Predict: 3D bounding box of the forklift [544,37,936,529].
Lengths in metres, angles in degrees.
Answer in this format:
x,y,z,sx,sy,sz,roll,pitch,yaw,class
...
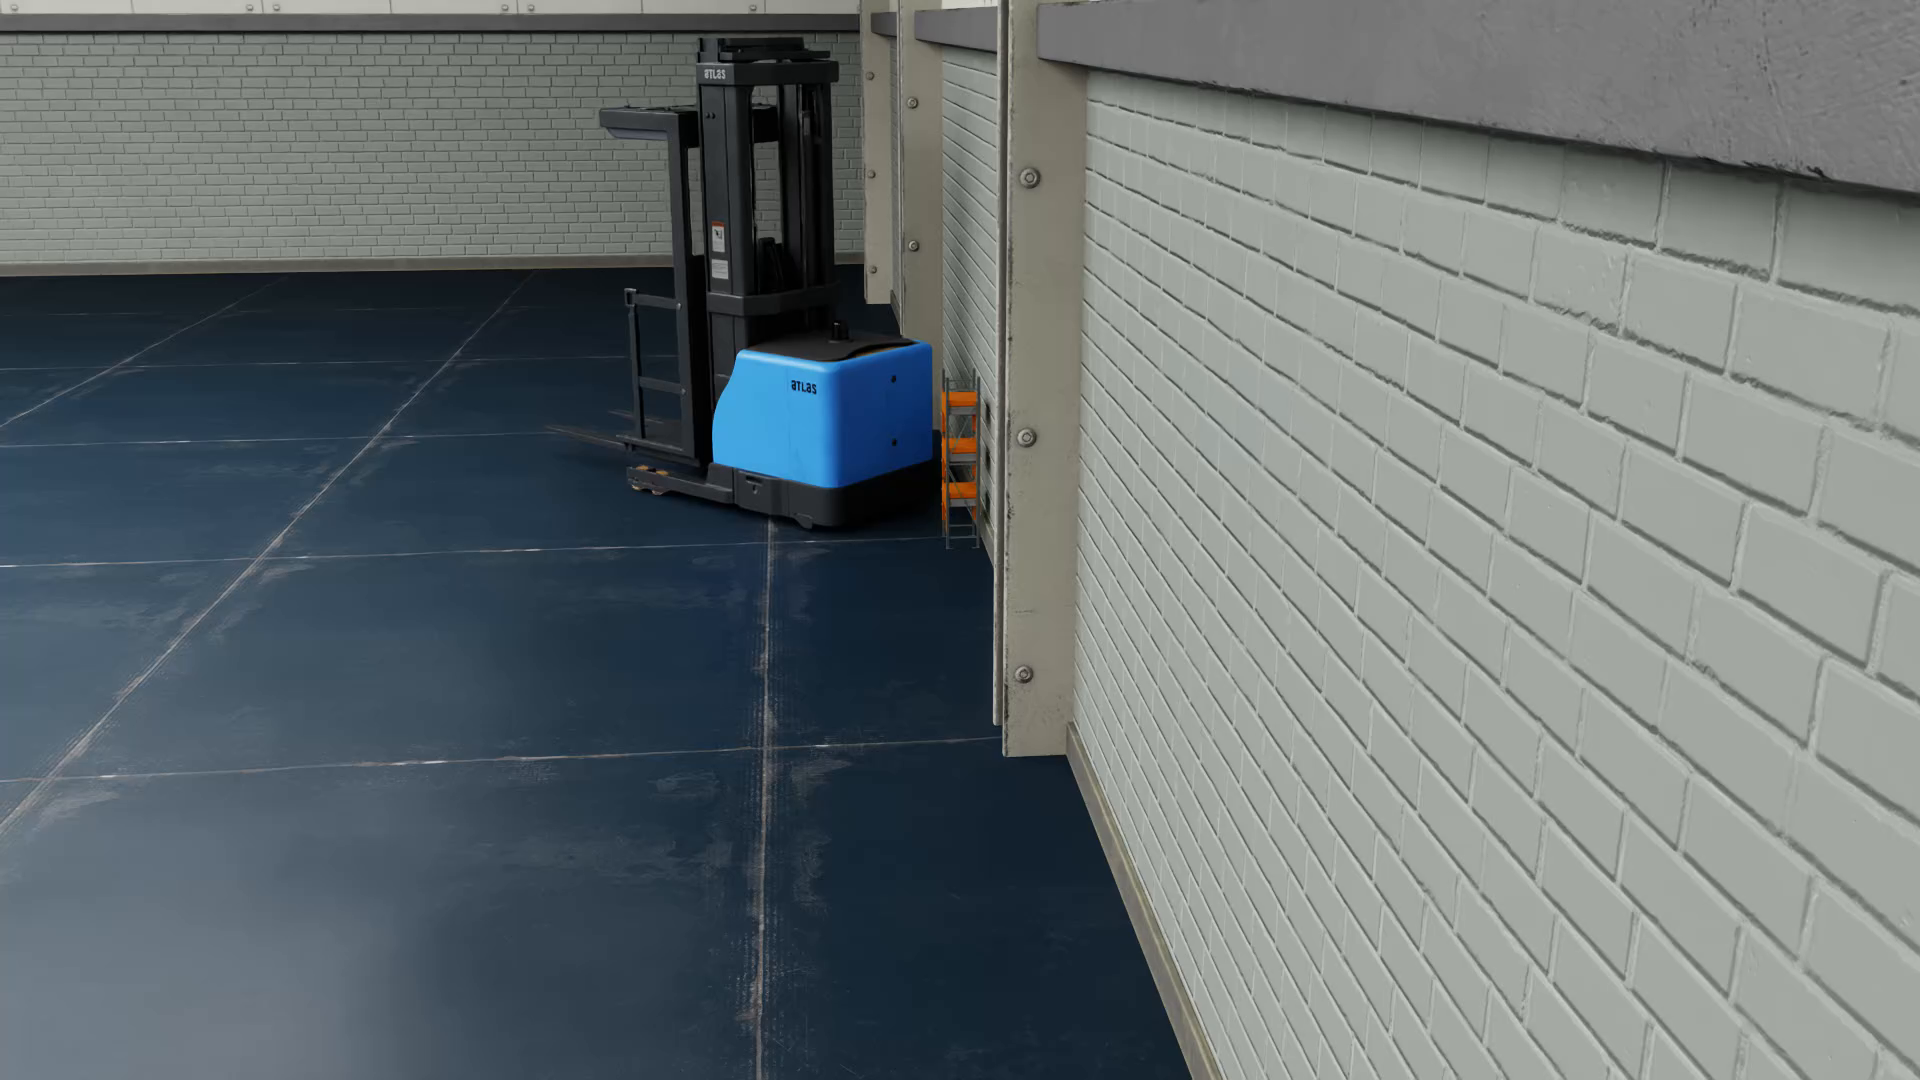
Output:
x,y,z,sx,sy,sz,roll,pitch,yaw,class
-1.626,-1.805,11.034,3.031,2.935,1.130,13,22,37,forklift

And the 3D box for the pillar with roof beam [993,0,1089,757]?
x,y,z,sx,sy,sz,roll,pitch,yaw,class
-3.958,-3.286,5.621,9.100,9.000,0.400,-2,18,-6,pillar with roof beam

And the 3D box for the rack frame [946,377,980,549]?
x,y,z,sx,sy,sz,roll,pitch,yaw,class
0.018,-0.449,9.853,0.200,1.050,0.008,-2,18,-6,rack frame

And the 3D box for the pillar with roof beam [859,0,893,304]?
x,y,z,sx,sy,sz,roll,pitch,yaw,class
-5.196,-6.861,17.009,9.100,9.000,0.400,-2,18,-6,pillar with roof beam

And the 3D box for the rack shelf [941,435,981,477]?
x,y,z,sx,sy,sz,roll,pitch,yaw,class
0.006,-0.475,9.972,0.215,0.259,0.240,-2,18,-6,rack shelf

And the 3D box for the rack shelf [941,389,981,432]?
x,y,z,sx,sy,sz,roll,pitch,yaw,class
0.006,-0.746,9.887,0.215,0.259,0.240,-2,18,-6,rack shelf

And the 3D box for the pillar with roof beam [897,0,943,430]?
x,y,z,sx,sy,sz,roll,pitch,yaw,class
-4.577,-5.074,11.315,9.100,9.000,0.400,-2,18,-6,pillar with roof beam

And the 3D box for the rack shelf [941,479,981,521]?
x,y,z,sx,sy,sz,roll,pitch,yaw,class
0.006,-0.210,10.055,0.215,0.259,0.240,-2,18,-6,rack shelf

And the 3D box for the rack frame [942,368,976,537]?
x,y,z,sx,sy,sz,roll,pitch,yaw,class
-0.007,-0.521,10.085,0.200,1.050,0.008,-2,18,-6,rack frame

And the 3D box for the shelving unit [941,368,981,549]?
x,y,z,sx,sy,sz,roll,pitch,yaw,class
0.006,-0.485,9.969,0.215,1.050,0.252,-2,18,-6,shelving unit
